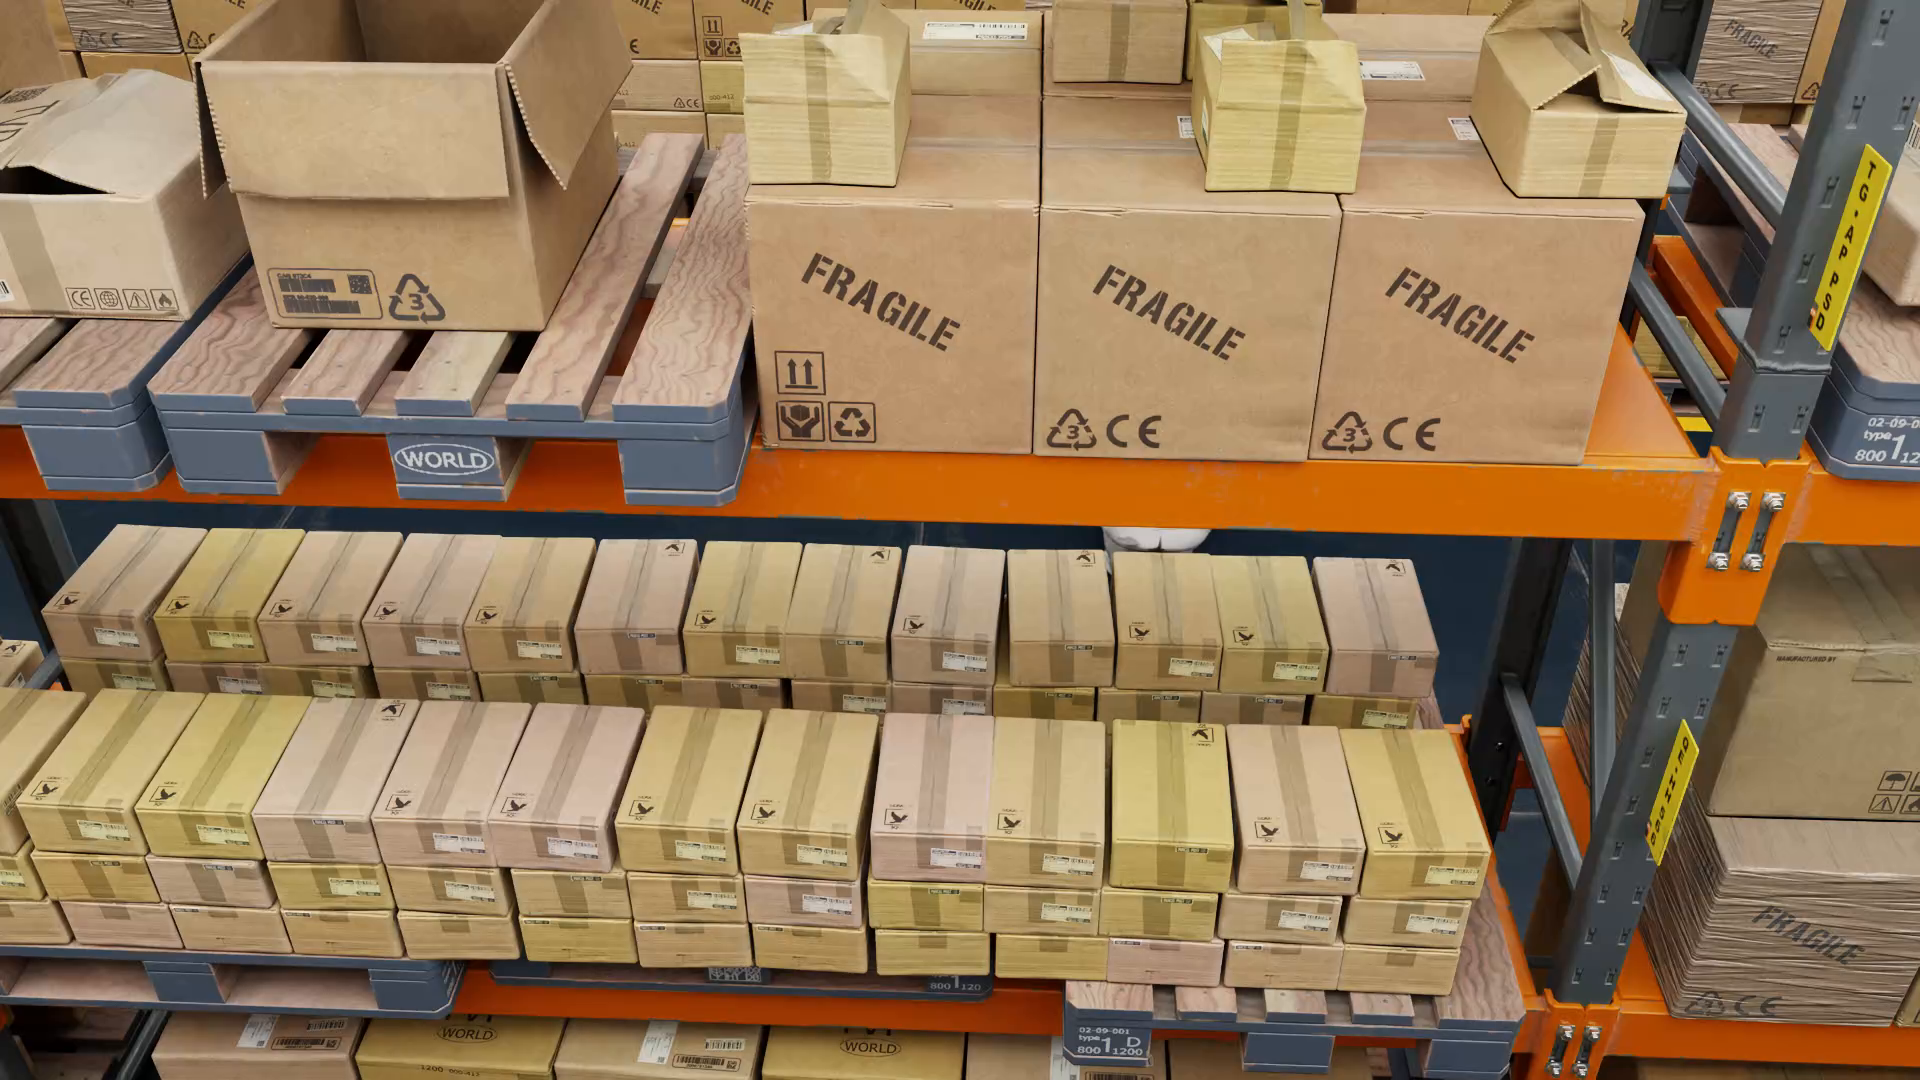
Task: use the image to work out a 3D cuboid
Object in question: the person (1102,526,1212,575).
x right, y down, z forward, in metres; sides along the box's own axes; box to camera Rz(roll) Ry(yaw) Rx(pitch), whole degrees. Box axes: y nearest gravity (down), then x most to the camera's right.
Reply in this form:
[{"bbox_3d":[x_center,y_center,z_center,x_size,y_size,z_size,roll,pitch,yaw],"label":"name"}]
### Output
[{"bbox_3d":[0.841,-0.231,7.345,0.587,0.845,0.935,1,35,2],"label":"person"}]
